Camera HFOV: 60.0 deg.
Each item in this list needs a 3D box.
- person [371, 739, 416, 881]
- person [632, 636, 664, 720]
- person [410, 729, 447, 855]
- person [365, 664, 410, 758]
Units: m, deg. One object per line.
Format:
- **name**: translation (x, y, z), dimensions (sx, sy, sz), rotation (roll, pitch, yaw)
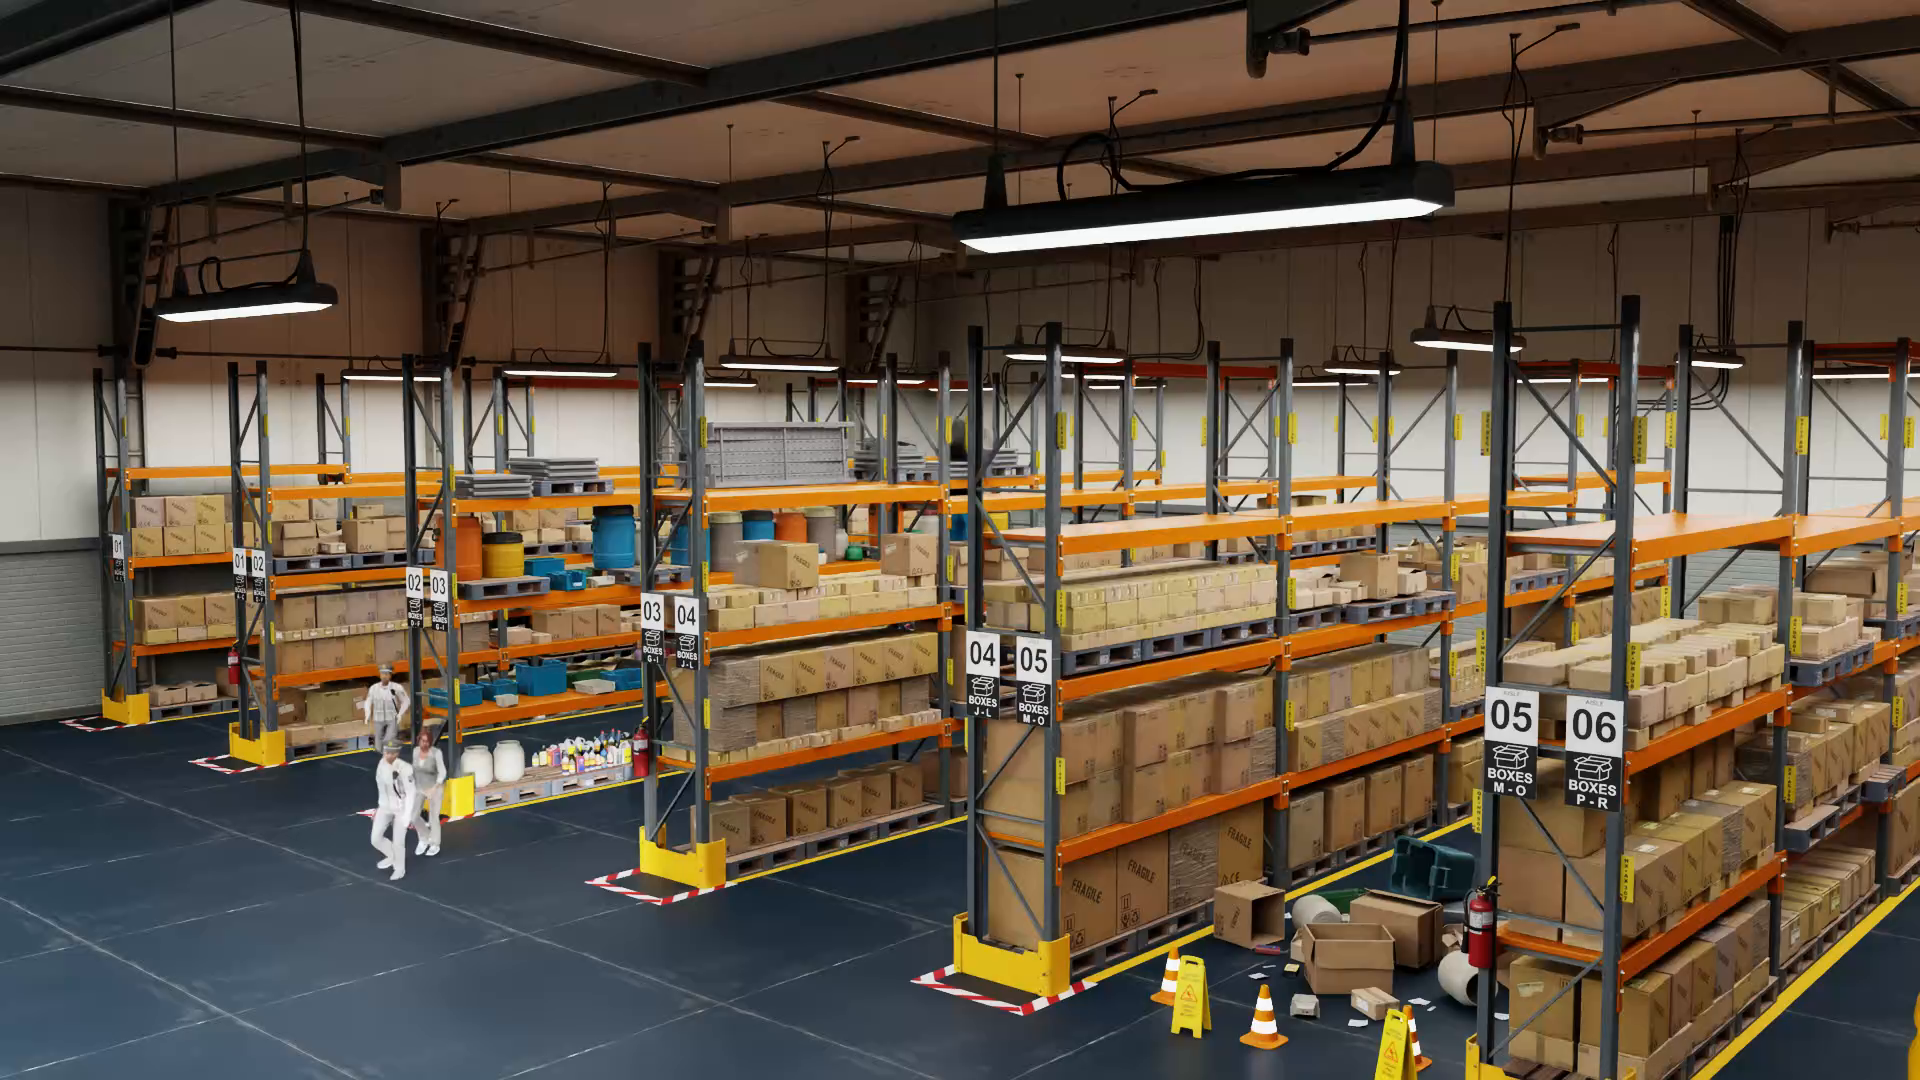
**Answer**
- **person**: translation (-6.313, 3.002, 18.569), dimensions (0.631, 1.644, 0.544), rotation (1, 4, 12)
- **person**: translation (-5.153, 2.356, 27.588), dimensions (0.542, 1.567, 0.905), rotation (2, 5, 24)
- **person**: translation (-6.213, 2.962, 19.399), dimensions (0.521, 1.551, 0.764), rotation (0, 4, 3)
- **person**: translation (-8.243, 2.590, 23.957), dimensions (0.631, 1.652, 0.652), rotation (-1, 4, -9)
